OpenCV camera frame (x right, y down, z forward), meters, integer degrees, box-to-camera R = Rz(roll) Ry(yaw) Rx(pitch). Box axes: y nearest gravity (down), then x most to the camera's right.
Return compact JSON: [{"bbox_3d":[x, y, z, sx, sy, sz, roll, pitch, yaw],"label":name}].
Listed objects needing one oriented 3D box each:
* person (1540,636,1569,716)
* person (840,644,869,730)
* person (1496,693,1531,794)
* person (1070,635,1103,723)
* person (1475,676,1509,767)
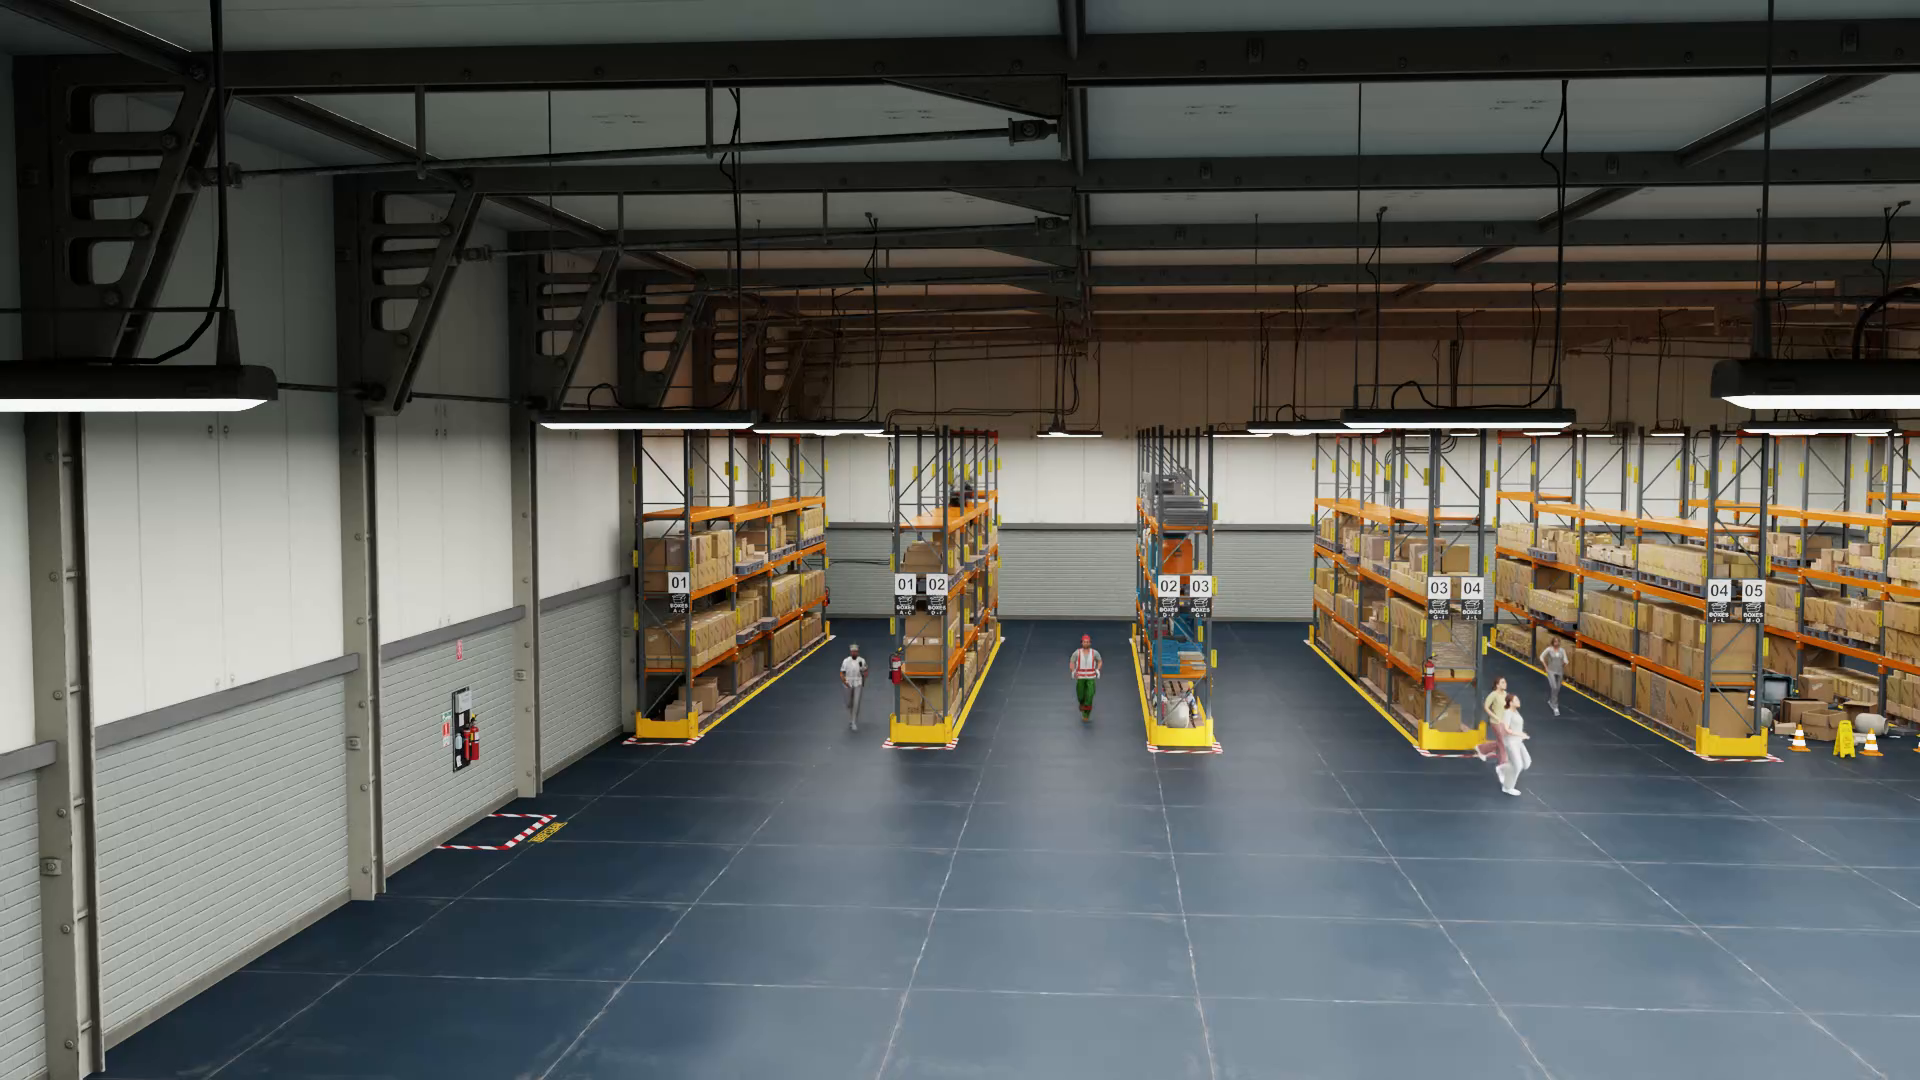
[{"bbox_3d":[12.453,2.818,34.809,0.538,1.603,0.789,0,3,2],"label":"person"},{"bbox_3d":[-2.127,2.921,33.244,0.540,1.682,0.962,0,3,2],"label":"person"},{"bbox_3d":[8.946,3.291,26.904,0.578,1.636,0.601,3,4,37],"label":"person"},{"bbox_3d":[2.579,2.812,33.918,0.667,1.749,0.745,0,3,2],"label":"person"},{"bbox_3d":[9.260,3.166,28.782,0.578,1.659,0.757,-3,4,-39],"label":"person"}]
